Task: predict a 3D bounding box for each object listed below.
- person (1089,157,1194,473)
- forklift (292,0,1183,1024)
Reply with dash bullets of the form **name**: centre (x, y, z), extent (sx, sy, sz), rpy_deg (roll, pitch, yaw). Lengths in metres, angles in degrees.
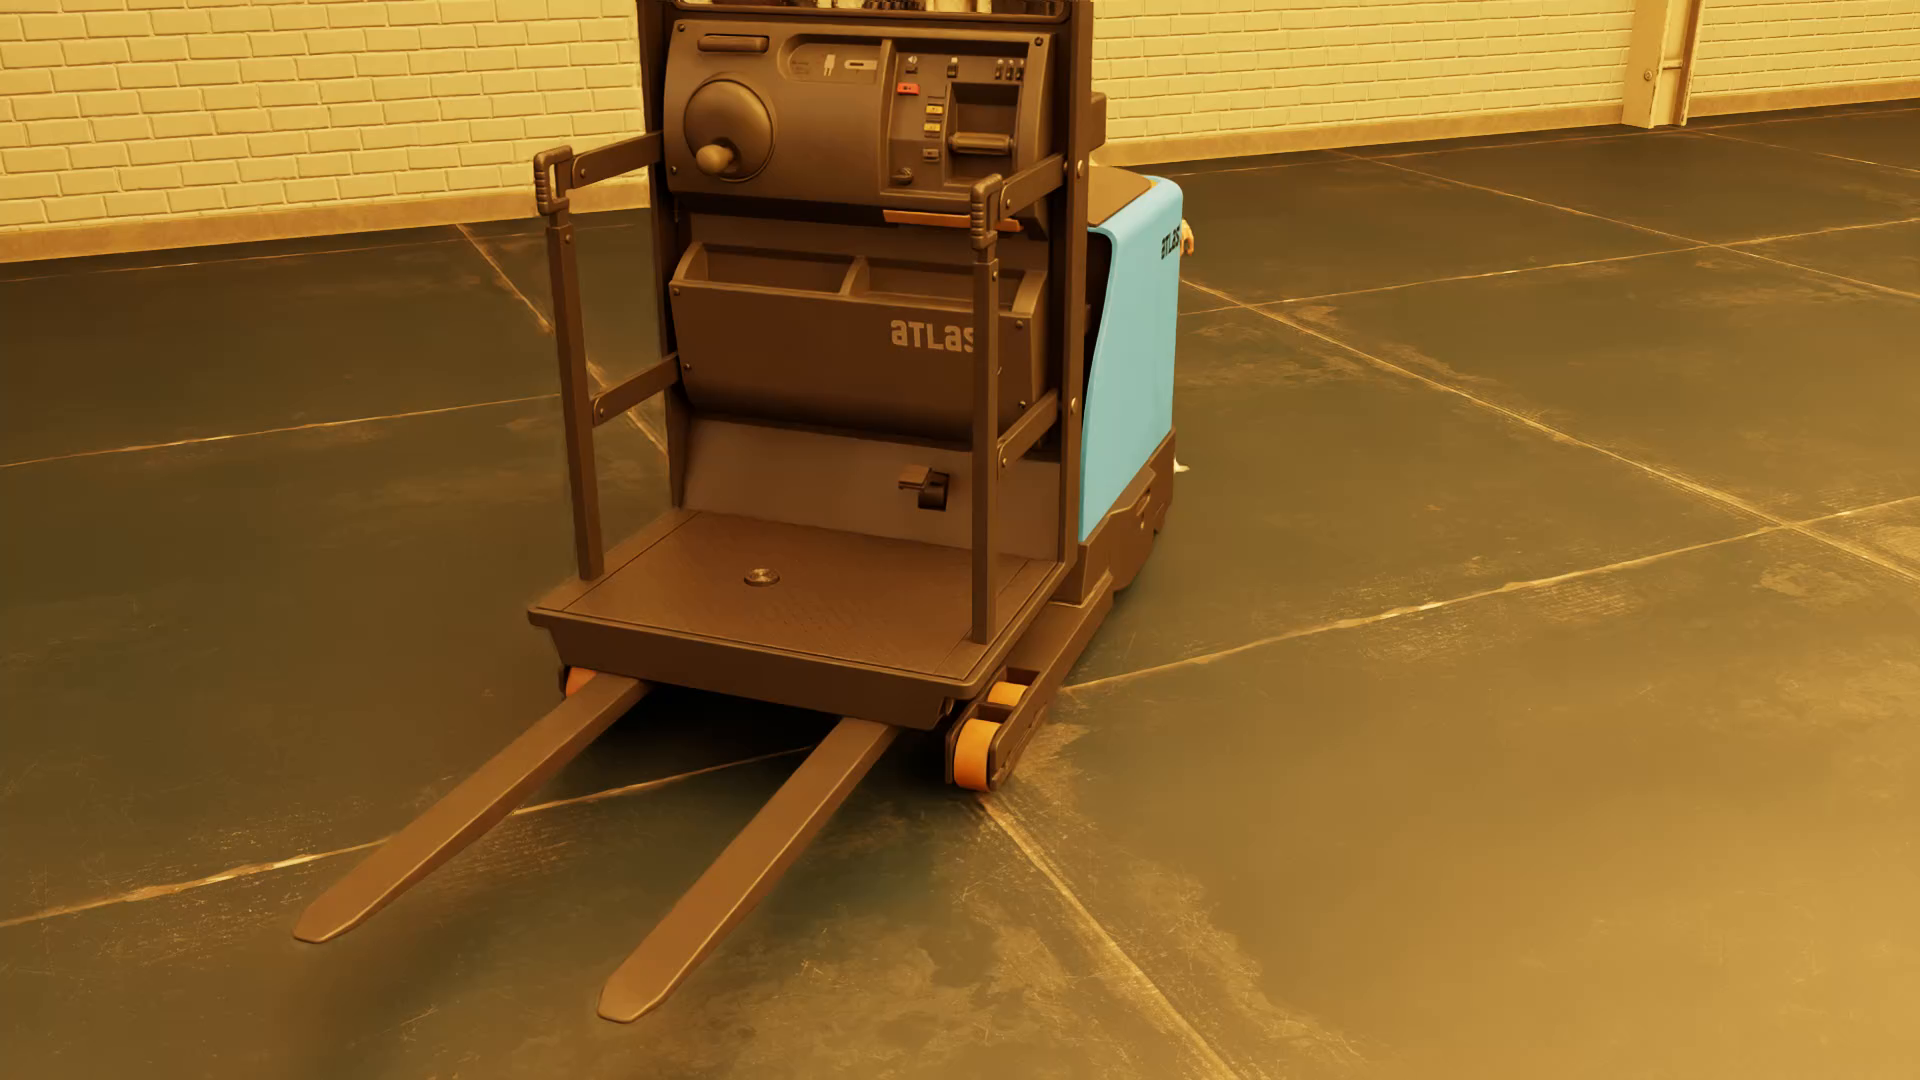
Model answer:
- **person**: centre (0.411, -0.931, 5.576), extent (0.597, 1.476, 0.730), rpy_deg (-12, 25, -27)
- **forklift**: centre (-0.321, -0.963, 3.605), extent (1.130, 2.935, 3.031), rpy_deg (8, 24, 19)
